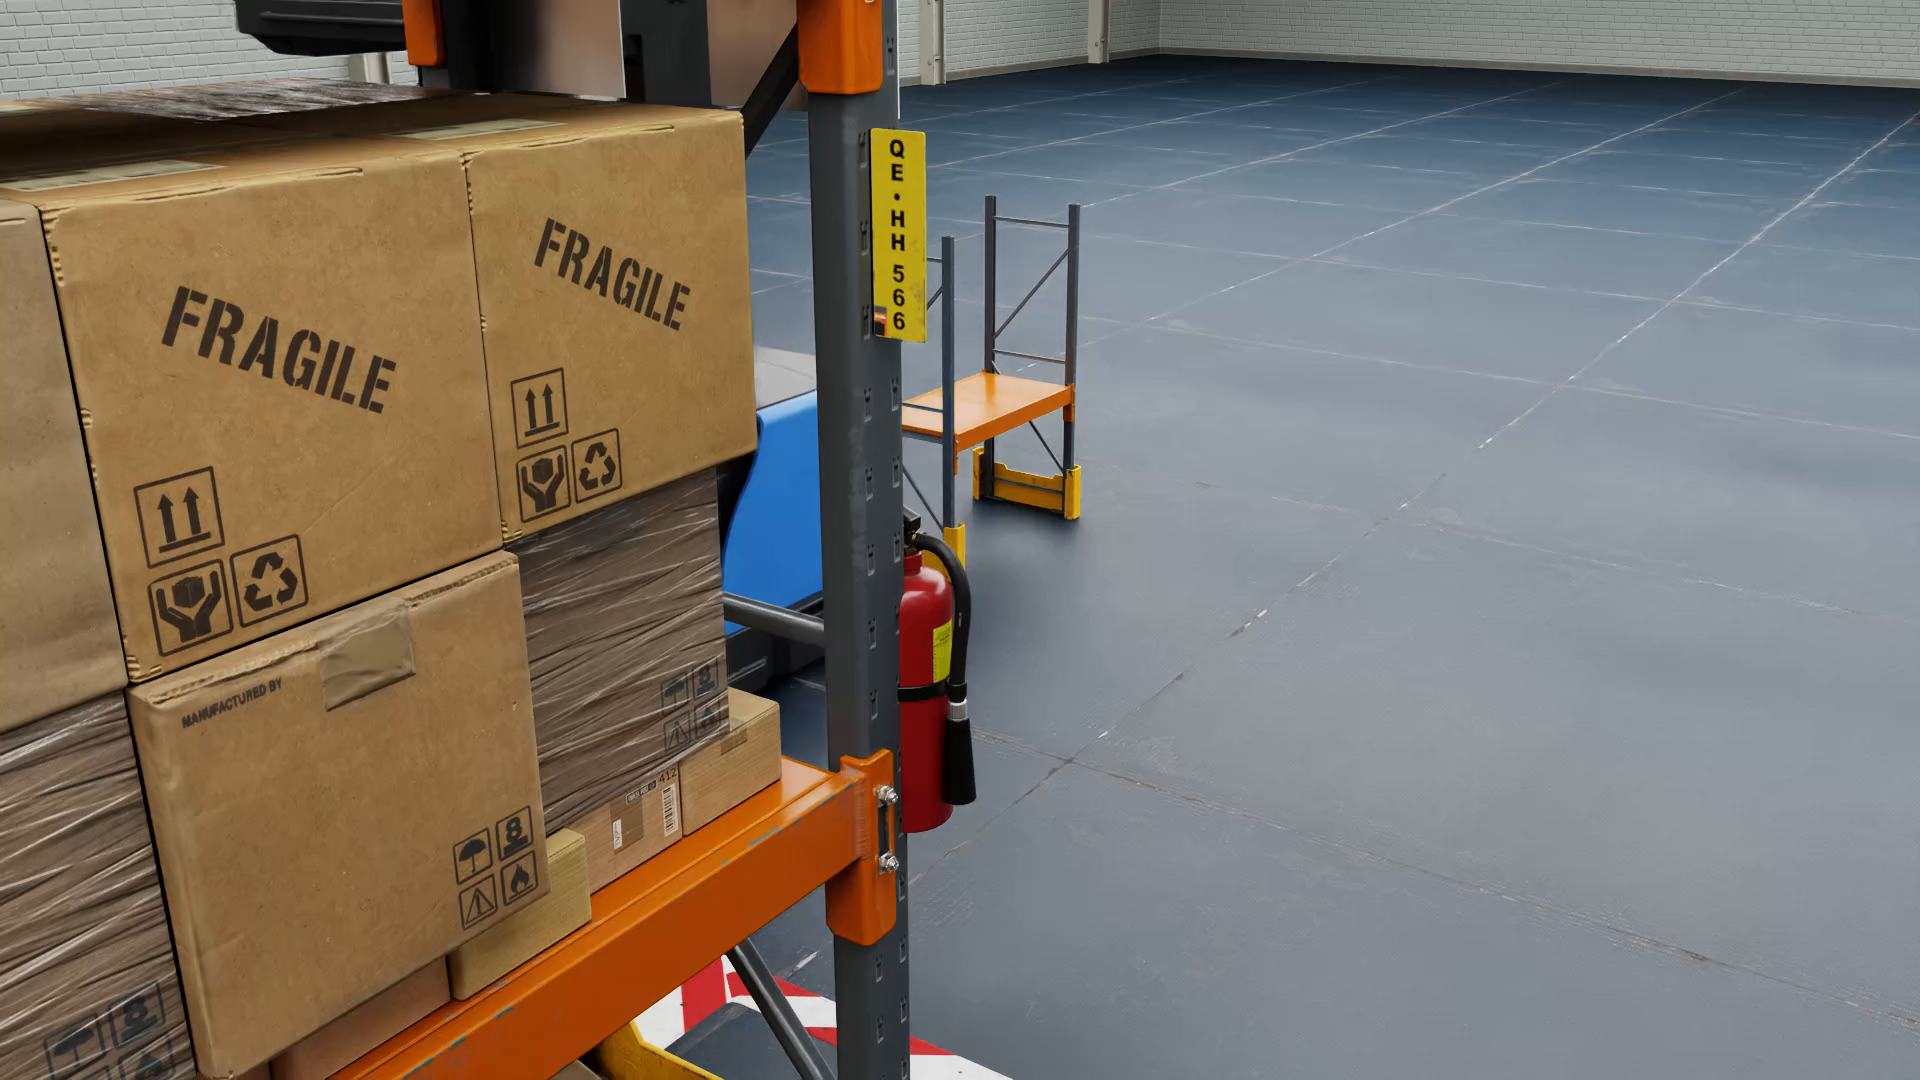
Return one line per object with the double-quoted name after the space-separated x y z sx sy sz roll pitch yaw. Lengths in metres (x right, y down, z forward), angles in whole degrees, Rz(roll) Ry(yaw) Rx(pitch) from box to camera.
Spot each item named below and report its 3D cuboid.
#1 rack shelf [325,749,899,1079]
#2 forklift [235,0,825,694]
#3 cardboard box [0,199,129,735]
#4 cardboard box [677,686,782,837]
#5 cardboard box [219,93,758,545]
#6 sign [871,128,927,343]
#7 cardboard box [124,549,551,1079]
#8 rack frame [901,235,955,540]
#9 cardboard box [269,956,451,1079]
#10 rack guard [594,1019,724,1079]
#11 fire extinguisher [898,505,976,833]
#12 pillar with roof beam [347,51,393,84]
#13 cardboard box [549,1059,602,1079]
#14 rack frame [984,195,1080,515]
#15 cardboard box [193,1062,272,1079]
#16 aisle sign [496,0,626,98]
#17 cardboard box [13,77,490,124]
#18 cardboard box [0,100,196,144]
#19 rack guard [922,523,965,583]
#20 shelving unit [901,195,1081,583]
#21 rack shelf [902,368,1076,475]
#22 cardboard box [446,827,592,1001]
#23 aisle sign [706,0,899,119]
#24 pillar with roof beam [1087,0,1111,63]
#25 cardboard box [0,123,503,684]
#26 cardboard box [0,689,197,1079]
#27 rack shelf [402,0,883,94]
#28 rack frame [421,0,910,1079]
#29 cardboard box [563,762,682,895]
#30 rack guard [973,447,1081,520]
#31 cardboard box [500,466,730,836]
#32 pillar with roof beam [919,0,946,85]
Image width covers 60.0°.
-1.667 1.016 1.732 1.077 0.370 4.000 13 24 32 "rack shelf"
-1.517 -0.712 5.464 1.130 2.935 3.031 14 24 33 "forklift"
-1.207 -0.057 1.582 0.500 0.500 0.500 13 24 32 "cardboard box"
-0.532 0.344 2.873 0.380 0.149 0.250 13 24 32 "cardboard box"
-0.647 -0.345 2.360 0.500 0.500 0.500 13 24 32 "cardboard box"
-0.095 -0.473 2.595 0.100 0.325 0.005 13 24 32 "sign"
-1.056 0.237 2.227 0.875 0.500 0.500 13 24 32 "cardboard box"
-0.238 -0.582 7.177 0.500 1.500 0.032 13 24 32 "rack frame"
-0.924 0.566 2.272 0.380 0.149 0.250 13 24 32 "cardboard box"
-0.585 1.299 3.534 1.175 0.500 0.348 13 24 32 "rack guard"
-0.097 0.198 3.018 0.296 0.674 0.183 13 24 32 "fire extinguisher"
-3.677 -8.188 16.931 9.100 9.000 0.400 13 24 32 "pillar with roof beam"
-0.908 1.256 3.044 0.500 0.500 0.500 19 28 42 "cardboard box"
0.334 -0.874 7.965 0.500 1.500 0.032 13 24 32 "rack frame"
-1.099 0.630 2.100 0.380 0.149 0.250 13 24 32 "cardboard box"
-0.756 -1.191 2.914 0.394 0.787 0.004 13 24 32 "aisle sign"
-1.077 -0.446 2.634 0.500 0.500 0.500 13 24 32 "cardboard box"
-1.364 -0.304 2.249 0.500 0.500 0.500 13 24 32 "cardboard box"
-0.237 0.004 7.394 0.587 0.250 0.087 13 24 32 "rack guard"
0.043 -0.725 7.564 0.587 1.500 1.083 13 24 32 "shelving unit"
0.048 -0.559 7.633 0.538 0.185 1.000 13 24 32 "rack shelf"
-0.771 0.498 2.458 0.380 0.149 0.250 13 24 32 "cardboard box"
-0.260 -1.074 2.598 0.394 0.787 0.004 13 24 32 "aisle sign"
6.442 -13.353 30.893 9.100 9.000 0.400 13 24 32 "pillar with roof beam"
-0.924 -0.200 1.969 0.500 0.500 0.500 13 24 32 "cardboard box"
-1.373 0.372 1.862 0.875 0.500 0.500 13 24 32 "cardboard box"
-1.667 -0.391 1.212 1.077 0.370 4.000 13 24 32 "rack shelf"
-0.545 0.104 3.161 0.949 2.616 0.053 13 24 32 "rack frame"
-0.673 0.416 2.679 0.380 0.149 0.250 13 24 32 "cardboard box"
0.323 -0.282 8.167 0.587 0.250 0.087 13 24 32 "rack guard"
-0.875 0.070 2.678 0.875 0.500 0.500 13 24 32 "cardboard box"
3.069 -11.631 26.239 9.100 9.000 0.400 13 24 32 "pillar with roof beam"
